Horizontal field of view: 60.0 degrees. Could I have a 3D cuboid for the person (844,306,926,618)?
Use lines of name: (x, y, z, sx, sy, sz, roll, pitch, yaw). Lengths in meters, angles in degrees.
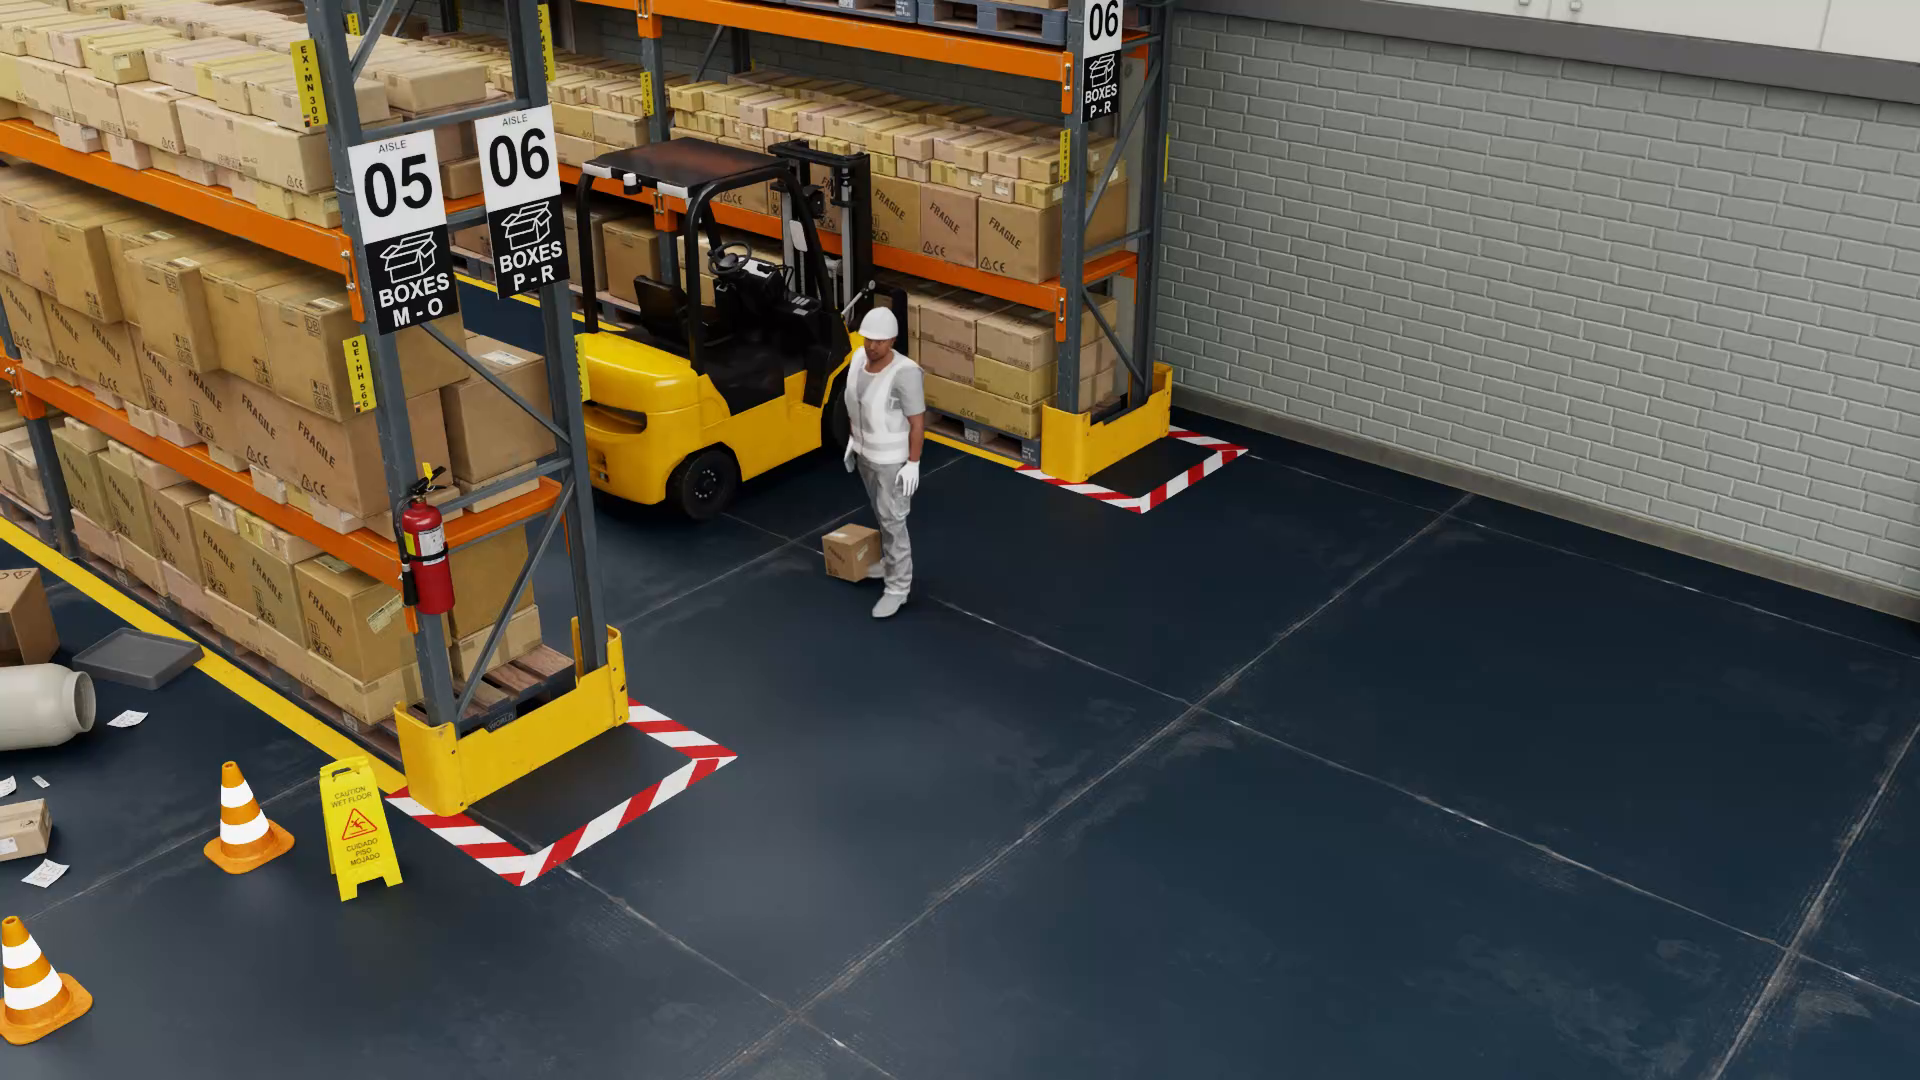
person: (-0.439, -0.481, 9.501, 0.483, 1.791, 0.581, -19, 33, -32)
